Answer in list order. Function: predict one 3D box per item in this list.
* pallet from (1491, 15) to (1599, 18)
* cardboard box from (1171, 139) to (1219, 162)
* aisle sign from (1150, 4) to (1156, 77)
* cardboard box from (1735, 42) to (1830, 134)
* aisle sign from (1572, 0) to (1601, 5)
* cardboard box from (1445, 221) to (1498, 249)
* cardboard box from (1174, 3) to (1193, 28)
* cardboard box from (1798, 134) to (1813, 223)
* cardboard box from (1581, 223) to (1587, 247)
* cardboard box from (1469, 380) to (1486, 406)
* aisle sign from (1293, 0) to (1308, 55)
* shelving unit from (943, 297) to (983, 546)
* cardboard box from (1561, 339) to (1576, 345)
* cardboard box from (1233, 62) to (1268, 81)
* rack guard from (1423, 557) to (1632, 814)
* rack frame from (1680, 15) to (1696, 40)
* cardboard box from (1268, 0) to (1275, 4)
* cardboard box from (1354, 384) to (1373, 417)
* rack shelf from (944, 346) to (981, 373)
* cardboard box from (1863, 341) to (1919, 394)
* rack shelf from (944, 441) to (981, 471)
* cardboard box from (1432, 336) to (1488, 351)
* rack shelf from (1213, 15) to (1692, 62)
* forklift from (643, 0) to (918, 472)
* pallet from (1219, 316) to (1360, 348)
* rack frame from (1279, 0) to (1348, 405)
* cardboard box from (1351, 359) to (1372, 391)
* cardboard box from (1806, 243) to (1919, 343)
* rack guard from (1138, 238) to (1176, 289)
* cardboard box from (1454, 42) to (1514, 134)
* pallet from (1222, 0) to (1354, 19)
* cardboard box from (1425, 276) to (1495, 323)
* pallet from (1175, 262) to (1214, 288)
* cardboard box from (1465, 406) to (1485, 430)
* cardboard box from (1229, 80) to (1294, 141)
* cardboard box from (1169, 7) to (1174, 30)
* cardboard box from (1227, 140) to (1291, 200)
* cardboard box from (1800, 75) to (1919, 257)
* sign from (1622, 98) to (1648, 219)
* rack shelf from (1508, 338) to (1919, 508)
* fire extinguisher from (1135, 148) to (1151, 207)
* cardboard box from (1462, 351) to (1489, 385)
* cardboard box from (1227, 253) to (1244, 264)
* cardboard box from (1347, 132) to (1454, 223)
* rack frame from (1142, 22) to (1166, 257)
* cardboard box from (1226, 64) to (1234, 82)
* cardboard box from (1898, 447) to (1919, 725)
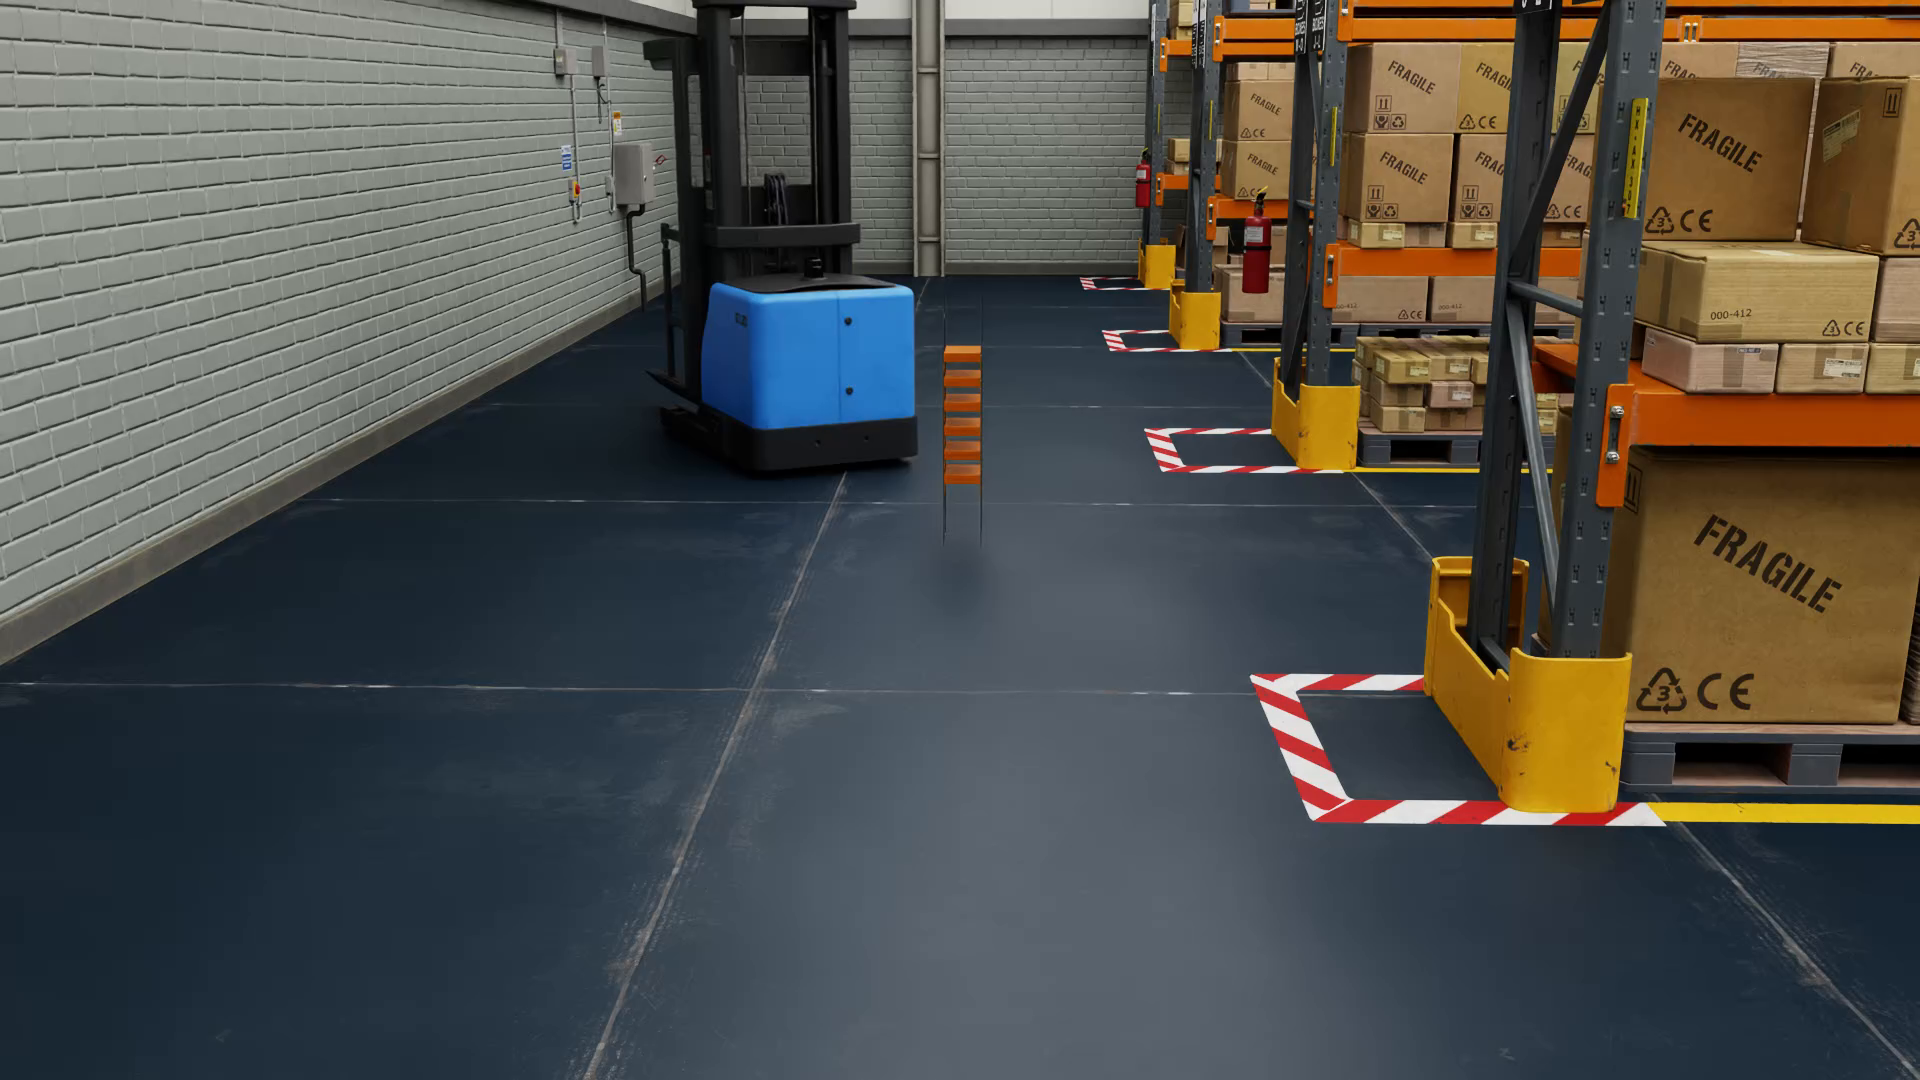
[{"bbox_3d":[5.347,-4.672,14.461,1.213,0.211,1.003,0,15,1],"label":"pallet"},{"bbox_3d":[2.736,-4.548,19.408,0.500,0.250,0.500,0,15,2],"label":"cardboard box"},{"bbox_3d":[2.213,-5.731,19.085,0.004,0.787,0.394,0,15,1],"label":"aisle sign"},{"bbox_3d":[4.634,-2.612,9.621,0.500,0.500,0.500,1,15,3],"label":"cardboard box"},{"bbox_3d":[1.833,-1.936,4.702,0.004,0.787,0.394,0,15,1],"label":"aisle sign"},{"bbox_3d":[2.979,-1.806,9.796,0.250,0.149,0.380,0,15,0],"label":"cardboard box"},{"bbox_3d":[2.726,-5.997,19.022,0.500,0.250,0.500,0,15,1],"label":"cardboard box"},{"bbox_3d":[4.632,-2.124,9.731,0.500,0.500,0.500,0,15,1],"label":"cardboard box"},{"bbox_3d":[3.758,-1.822,9.859,0.250,0.149,0.380,0,15,0],"label":"cardboard box"},{"bbox_3d":[3.177,-0.924,10.143,0.250,0.149,0.380,1,15,2],"label":"cardboard box"},{"bbox_3d":[2.075,-3.353,10.074,0.004,0.787,0.394,0,15,1],"label":"aisle sign"},{"bbox_3d":[0.014,-0.580,8.187,0.189,1.200,0.258,0,15,1],"label":"shelving unit"},{"bbox_3d":[3.976,-1.172,10.500,0.250,0.149,0.380,0,15,0],"label":"cardboard box"},{"bbox_3d":[2.514,-4.055,14.402,0.250,0.149,0.380,1,15,3],"label":"cardboard box"},{"bbox_3d":[1.889,0.453,5.641,0.348,0.500,1.175,0,15,1],"label":"rack guard"},{"bbox_3d":[6.165,-3.256,14.802,0.127,3.000,1.000,0,15,1],"label":"rack frame"},{"bbox_3d":[3.737,-6.237,18.950,0.500,0.250,0.500,0,15,1],"label":"cardboard box"},{"bbox_3d":[2.672,-0.894,10.612,0.250,0.149,0.380,1,15,2],"label":"cardboard box"},{"bbox_3d":[0.014,-0.885,8.106,0.180,0.103,0.258,0,15,1],"label":"rack shelf"},{"bbox_3d":[2.772,-0.544,5.015,0.250,0.149,0.380,0,15,0],"label":"cardboard box"},{"bbox_3d":[0.014,-0.421,8.229,0.180,0.103,0.258,0,15,1],"label":"rack shelf"},{"bbox_3d":[3.188,-1.207,10.635,0.250,0.149,0.380,0,15,0],"label":"cardboard box"},{"bbox_3d":[4.165,-4.372,14.561,4.000,0.370,1.077,0,15,1],"label":"rack shelf"},{"bbox_3d":[-1.349,-2.143,10.716,1.130,2.935,3.031,-7,16,-25],"label":"forklift"},{"bbox_3d":[2.967,-1.949,15.313,1.213,0.211,1.003,0,15,1],"label":"pallet"},{"bbox_3d":[2.141,-2.019,10.114,0.127,3.000,1.000,0,15,1],"label":"rack frame"},{"bbox_3d":[2.675,-1.057,10.649,0.250,0.149,0.380,0,15,0],"label":"cardboard box"},{"bbox_3d":[2.906,-0.753,5.024,0.500,0.250,0.500,0,15,1],"label":"cardboard box"},{"bbox_3d":[2.365,-3.339,20.016,0.348,0.500,1.175,0,15,1],"label":"rack guard"},{"bbox_3d":[3.087,-2.623,9.662,0.500,0.500,0.500,1,15,3],"label":"cardboard box"},{"bbox_3d":[2.908,-4.688,14.521,1.213,0.211,1.003,0,15,1],"label":"pallet"},{"bbox_3d":[4.645,-2.258,15.216,0.875,0.438,0.875,0,15,0],"label":"cardboard box"},{"bbox_3d":[3.162,-3.194,20.034,1.213,0.211,1.003,0,15,1],"label":"pallet"},{"bbox_3d":[3.168,-0.778,10.175,0.250,0.149,0.380,1,15,2],"label":"cardboard box"},{"bbox_3d":[2.638,-3.738,14.473,0.500,0.500,0.500,0,15,0],"label":"cardboard box"},{"bbox_3d":[2.741,-6.136,19.550,0.500,0.250,0.500,0,15,0],"label":"cardboard box"},{"bbox_3d":[2.638,-3.254,14.599,0.500,0.500,0.500,0,15,1],"label":"cardboard box"},{"bbox_3d":[2.886,-1.114,4.922,0.500,0.500,0.500,0,15,0],"label":"cardboard box"},{"bbox_3d":[1.893,-1.070,4.665,0.005,0.325,0.100,0,15,1],"label":"sign"},{"bbox_3d":[3.912,-0.394,5.364,4.000,0.370,1.077,0,15,1],"label":"rack shelf"},{"bbox_3d":[2.130,-4.214,19.313,0.183,0.674,0.296,0,15,1],"label":"fire extinguisher"},{"bbox_3d":[3.183,-1.036,9.986,0.250,0.149,0.380,0,15,1],"label":"cardboard box"},{"bbox_3d":[3.322,-3.332,19.854,0.250,0.149,0.380,0,15,-1],"label":"cardboard box"},{"bbox_3d":[2.582,-2.138,9.785,0.500,0.500,0.500,1,15,4],"label":"cardboard box"},{"bbox_3d":[2.289,-4.548,19.699,0.127,3.000,1.000,0,15,1],"label":"rack frame"},{"bbox_3d":[2.530,-4.176,14.863,0.250,0.149,0.380,1,15,2],"label":"cardboard box"},{"bbox_3d":[3.464,0.059,5.578,0.875,0.875,0.875,0,15,1],"label":"cardboard box"}]
